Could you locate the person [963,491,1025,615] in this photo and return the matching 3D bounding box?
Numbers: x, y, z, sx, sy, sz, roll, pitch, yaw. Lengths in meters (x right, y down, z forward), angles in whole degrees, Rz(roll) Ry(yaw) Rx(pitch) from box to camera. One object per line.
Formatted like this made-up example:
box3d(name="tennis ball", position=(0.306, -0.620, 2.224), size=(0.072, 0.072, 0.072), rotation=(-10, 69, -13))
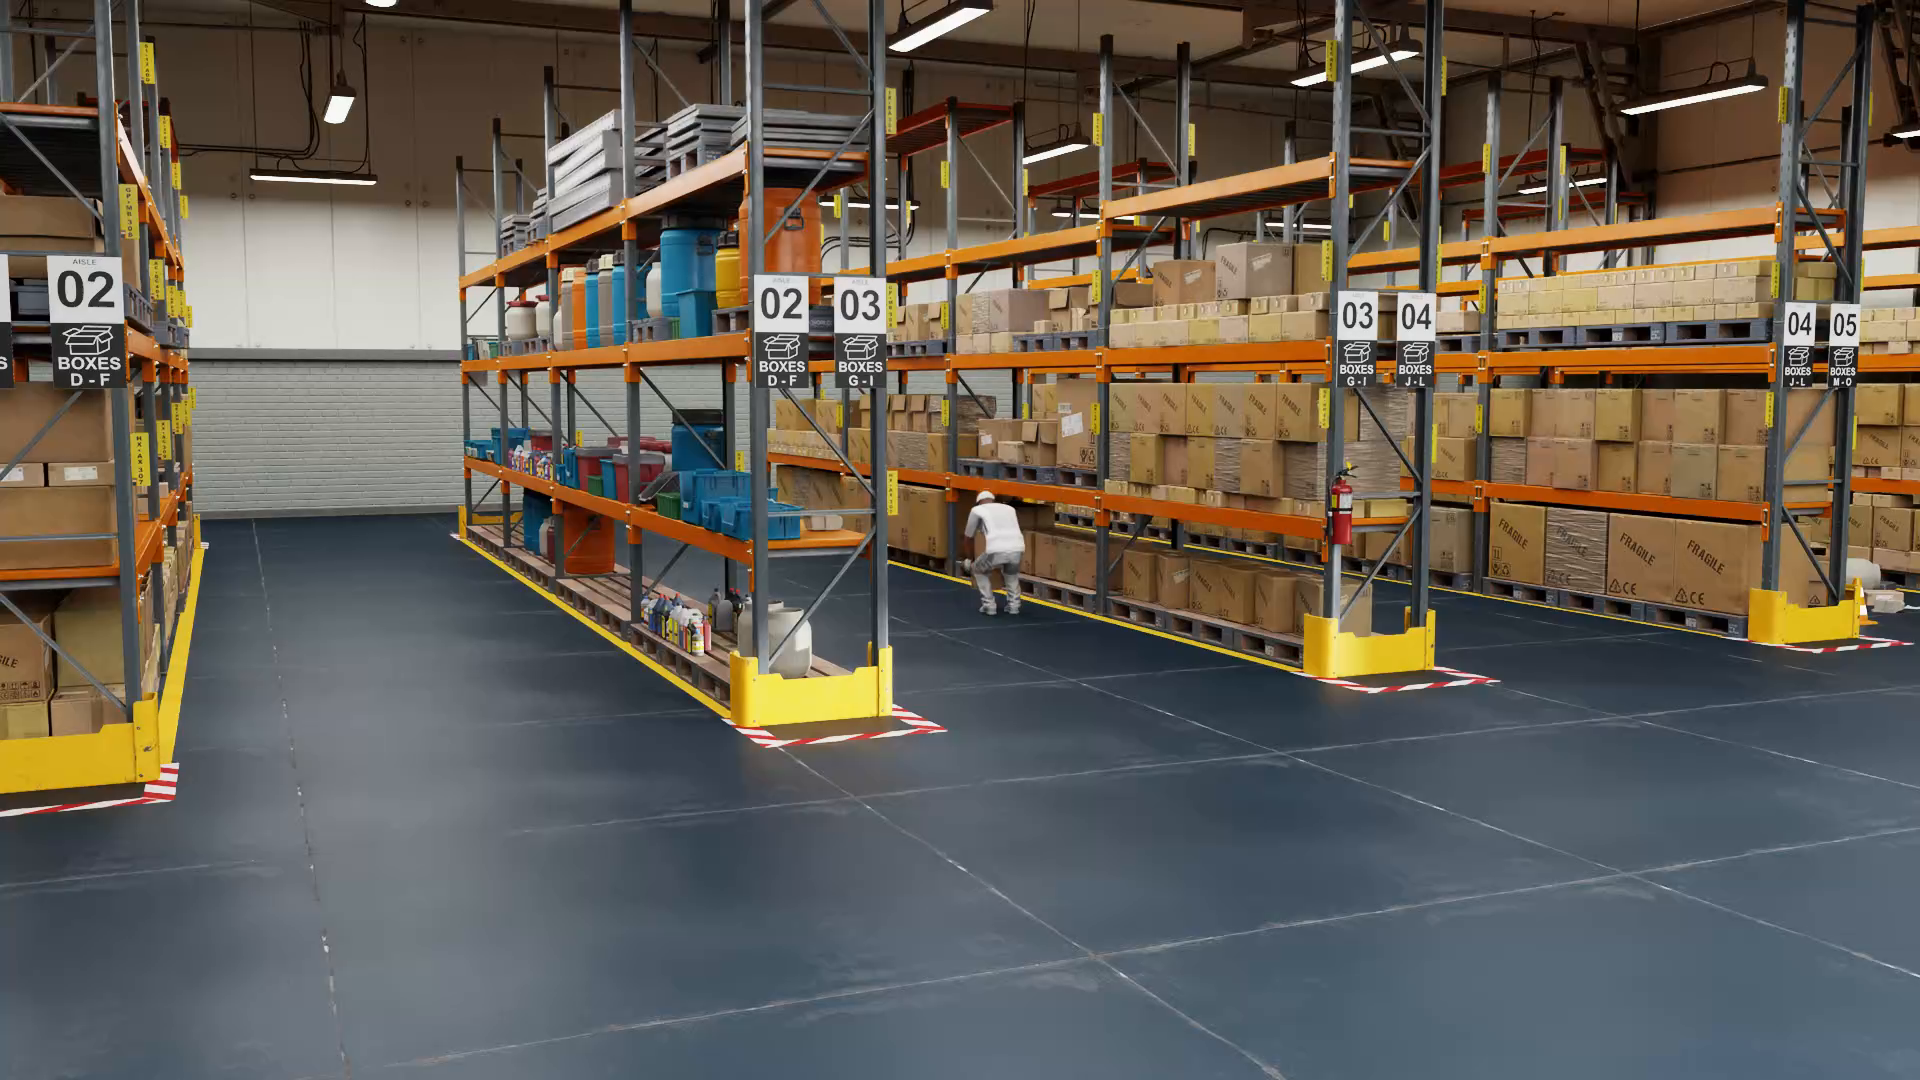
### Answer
box3d(name="person", position=(0.366, 0.136, 17.792), size=(0.610, 1.293, 0.823), rotation=(-2, 6, -16))
